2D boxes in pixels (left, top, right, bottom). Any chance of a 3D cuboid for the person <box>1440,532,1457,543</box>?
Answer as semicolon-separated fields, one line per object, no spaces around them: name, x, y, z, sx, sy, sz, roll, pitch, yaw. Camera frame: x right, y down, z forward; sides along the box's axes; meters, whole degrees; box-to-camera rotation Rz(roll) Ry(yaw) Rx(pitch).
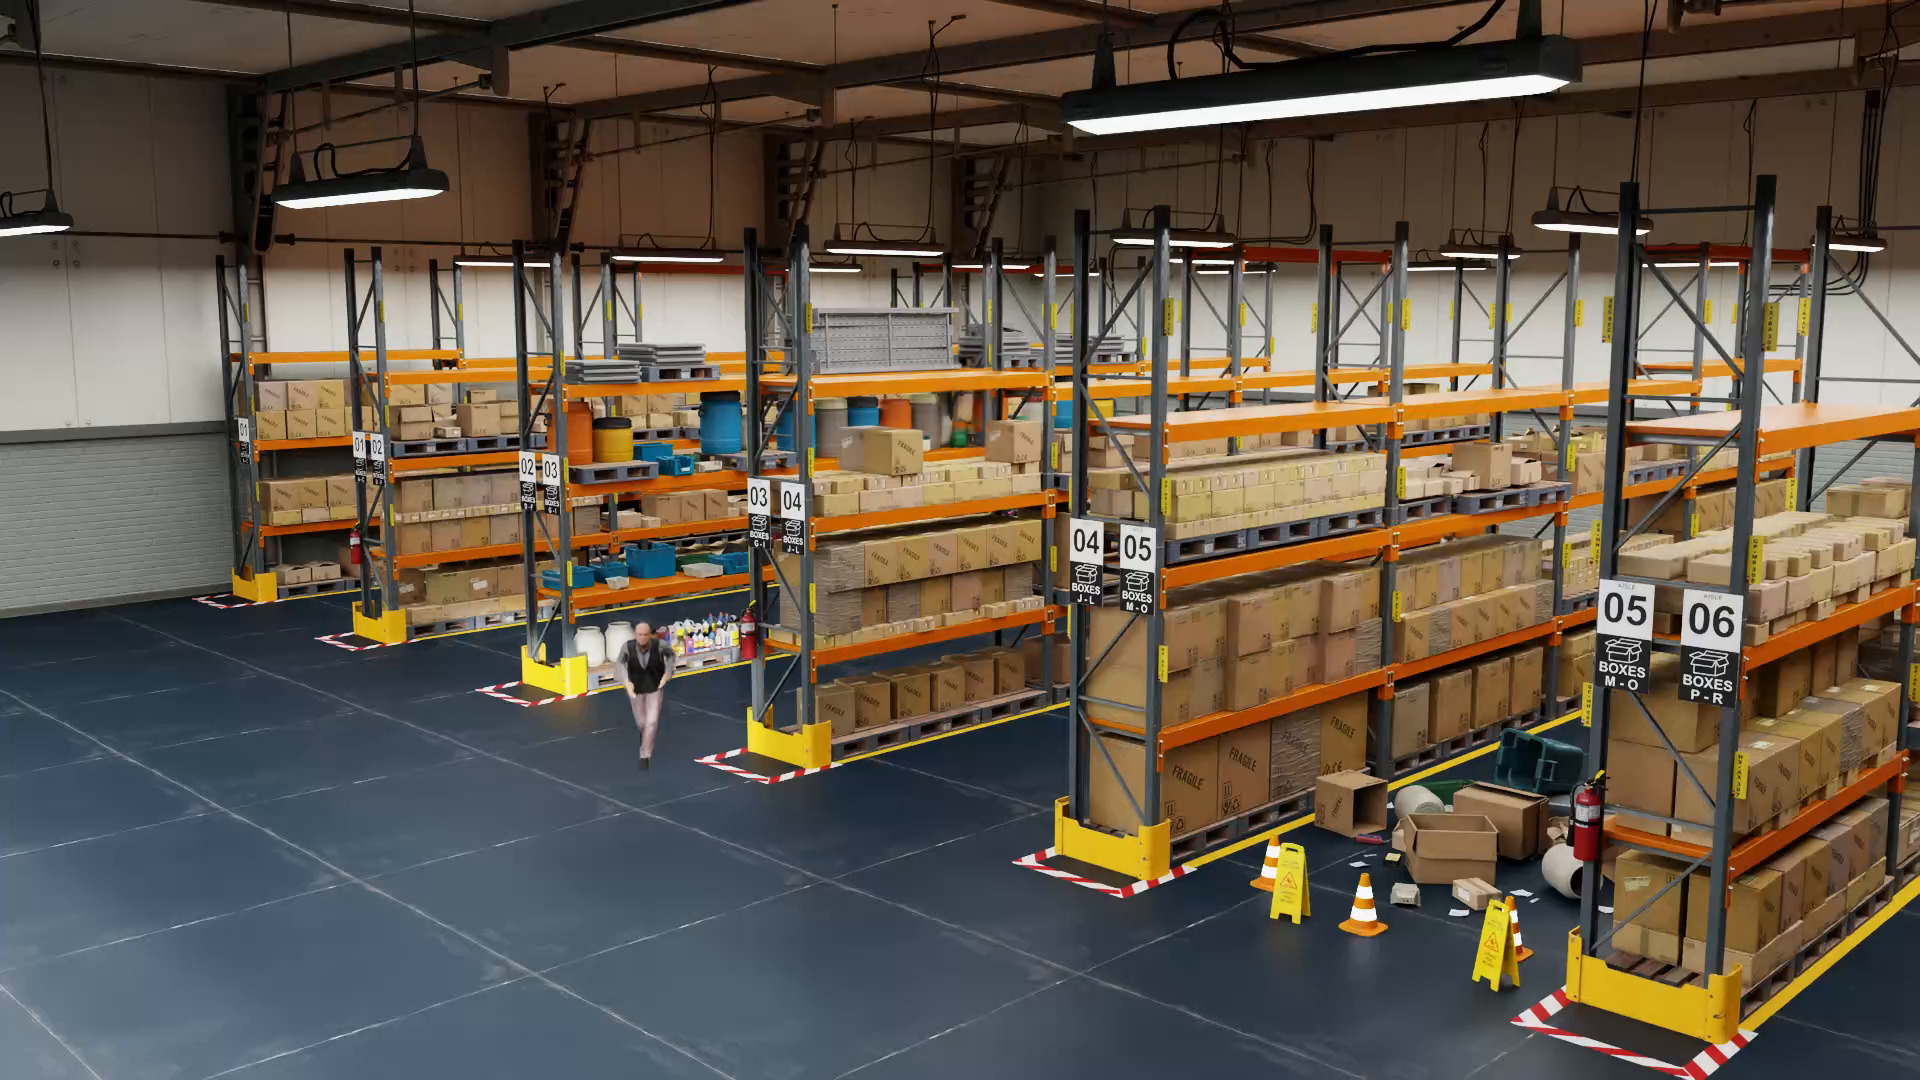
person;7.875;0.554;26.757;0.805;1.704;0.600;-6;10;-37

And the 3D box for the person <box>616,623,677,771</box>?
person;-3.556;1.707;18.878;0.676;1.679;0.955;-2;8;-12

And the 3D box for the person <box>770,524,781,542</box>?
person;-3.568;-0.494;33.591;0.983;1.805;0.652;-8;11;-43
